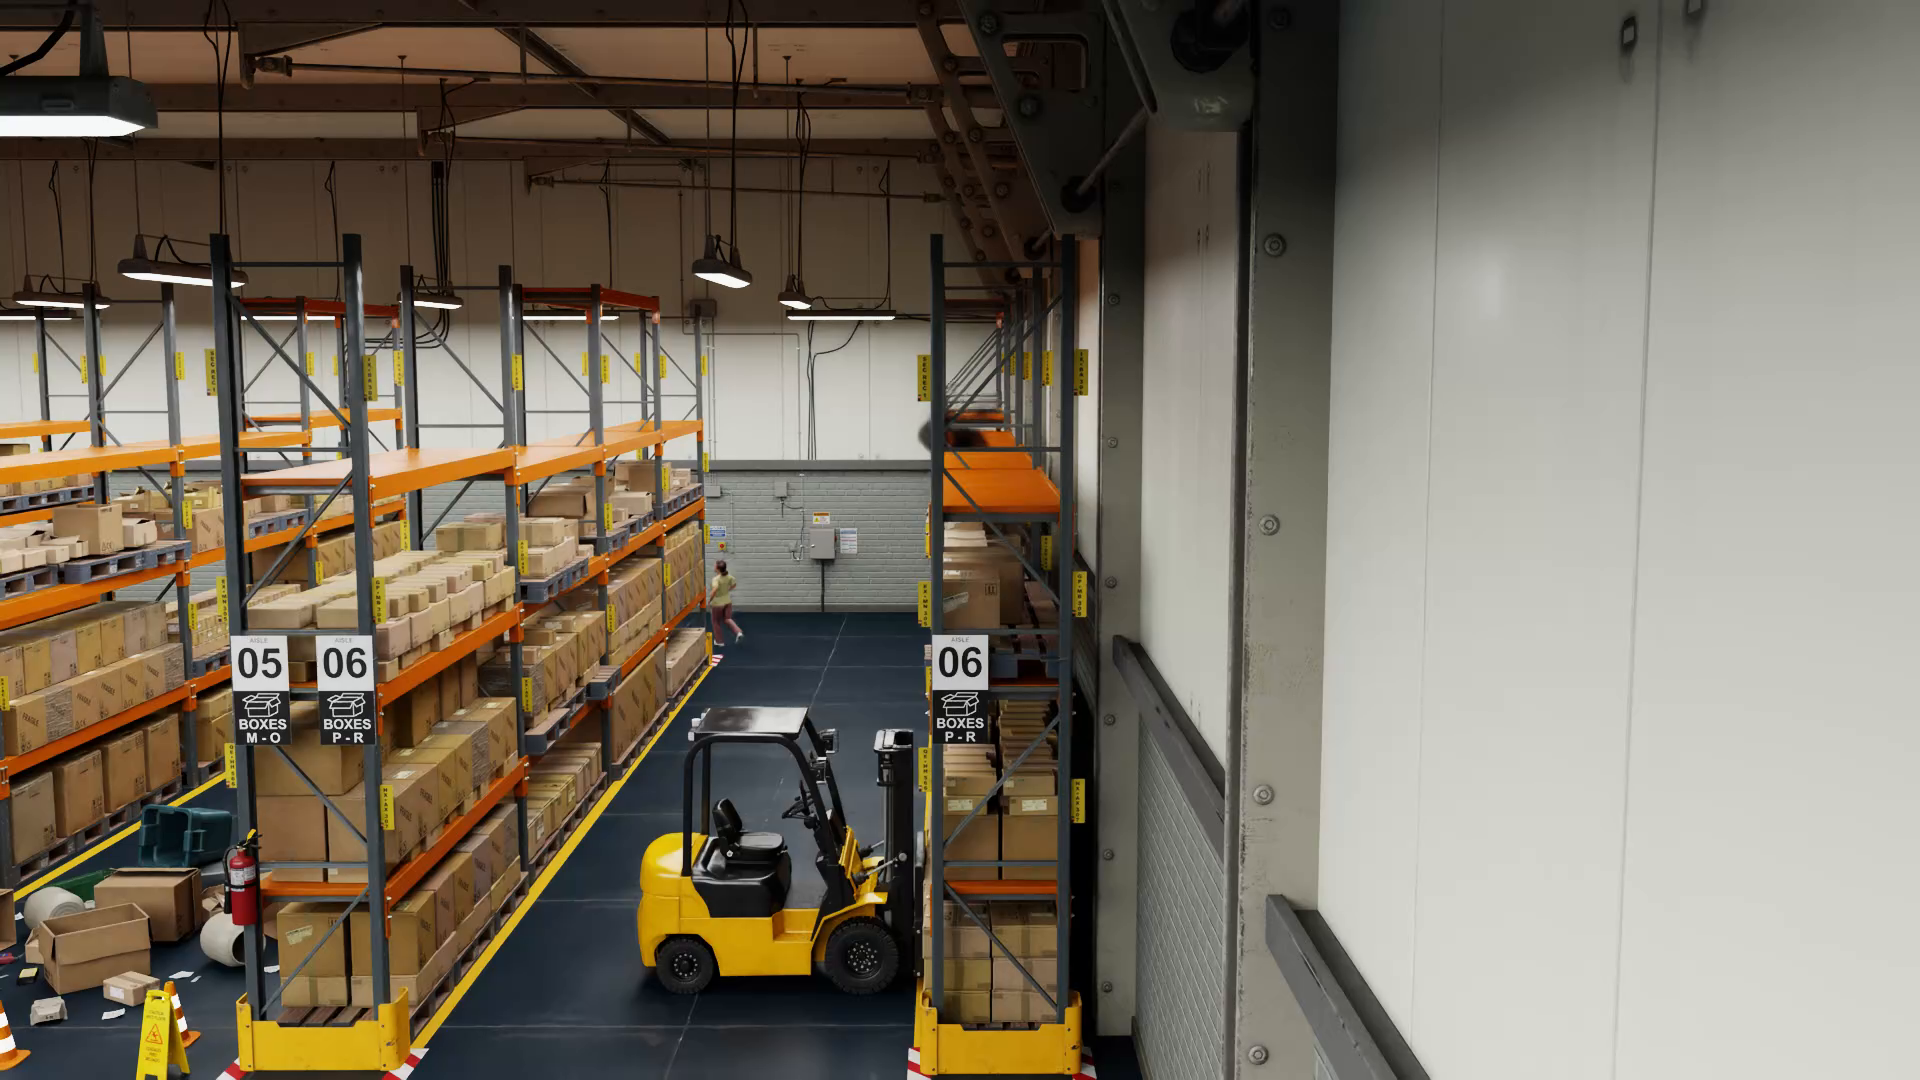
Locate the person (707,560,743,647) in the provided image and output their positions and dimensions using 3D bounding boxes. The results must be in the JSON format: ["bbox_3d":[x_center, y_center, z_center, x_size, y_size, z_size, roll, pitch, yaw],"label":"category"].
[{"bbox_3d":[-4.249,1.132,29.309,0.640,1.588,0.830,-6,8,-42],"label":"person"}]
